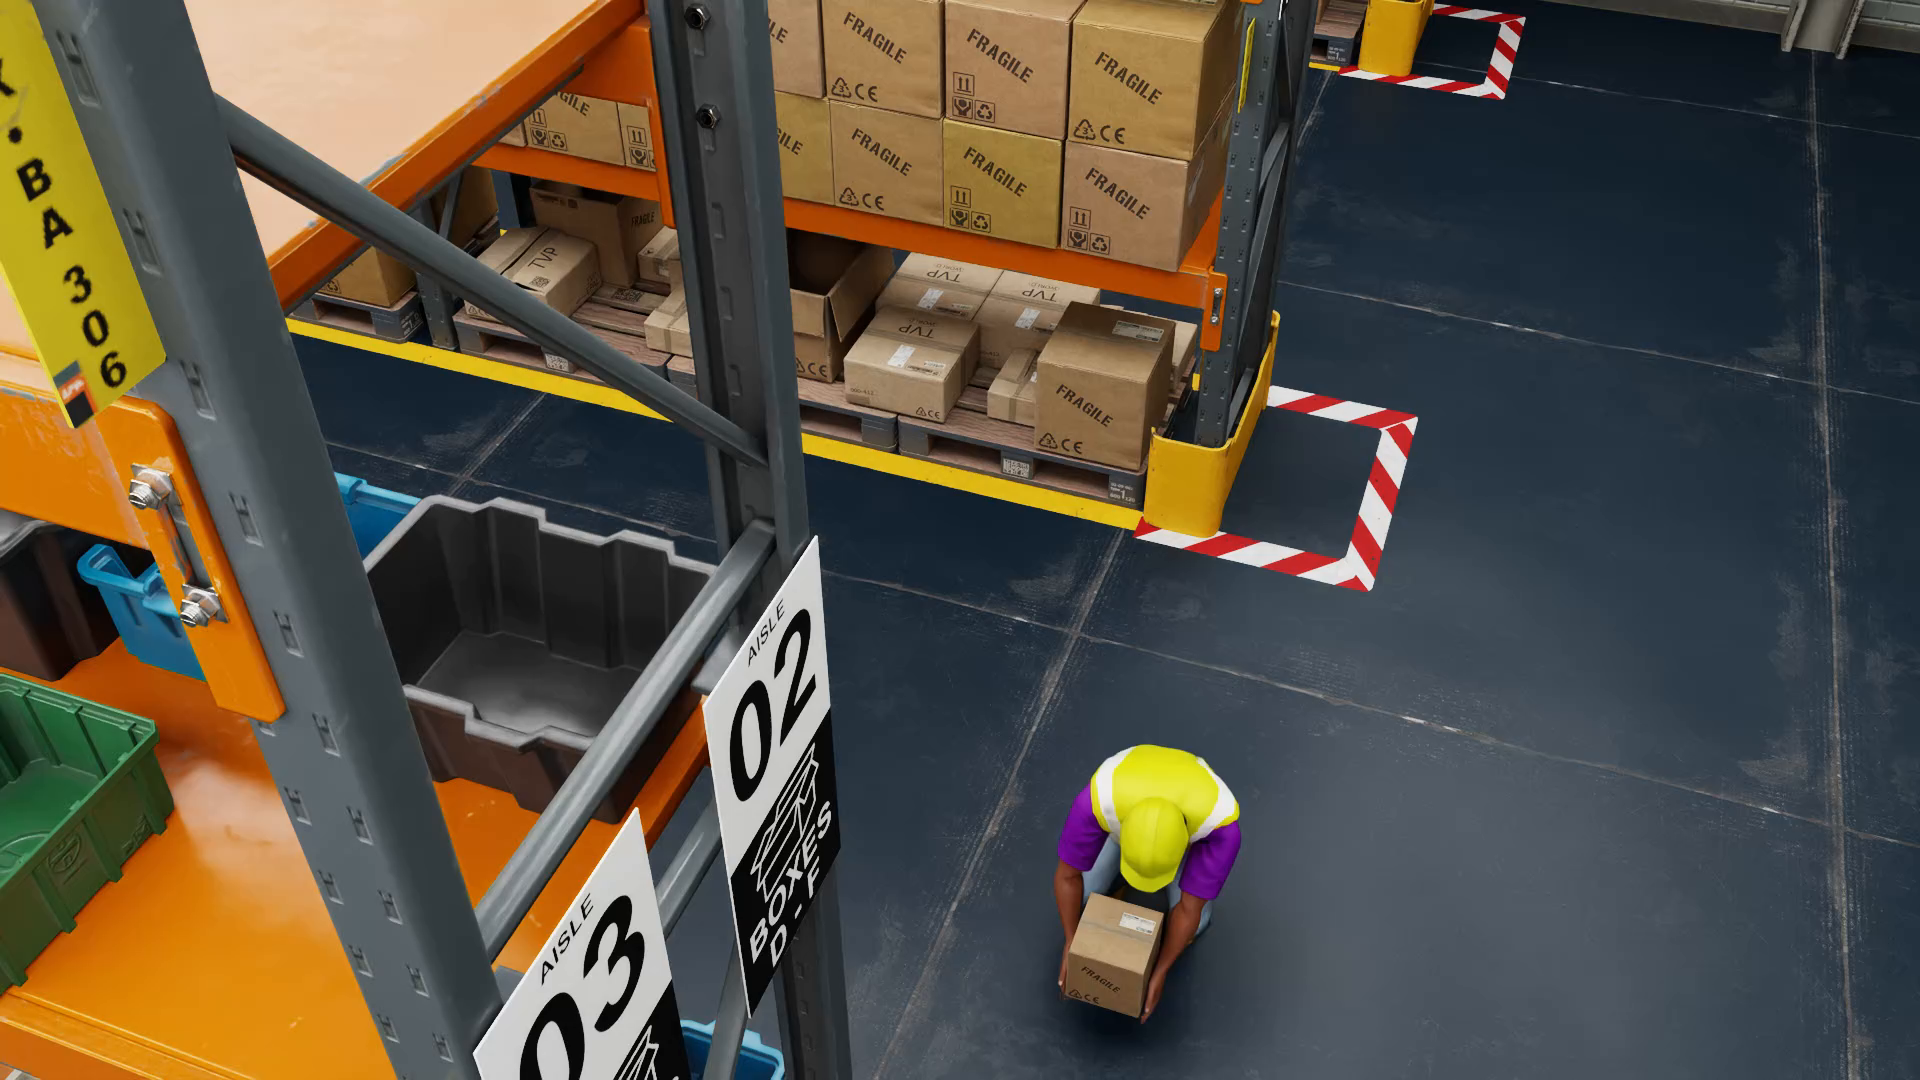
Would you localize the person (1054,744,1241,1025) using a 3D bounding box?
[{"bbox_3d":[-6.787,-0.112,6.857,15.740,1.000,2.546,13,43,14],"label":"person"}]
